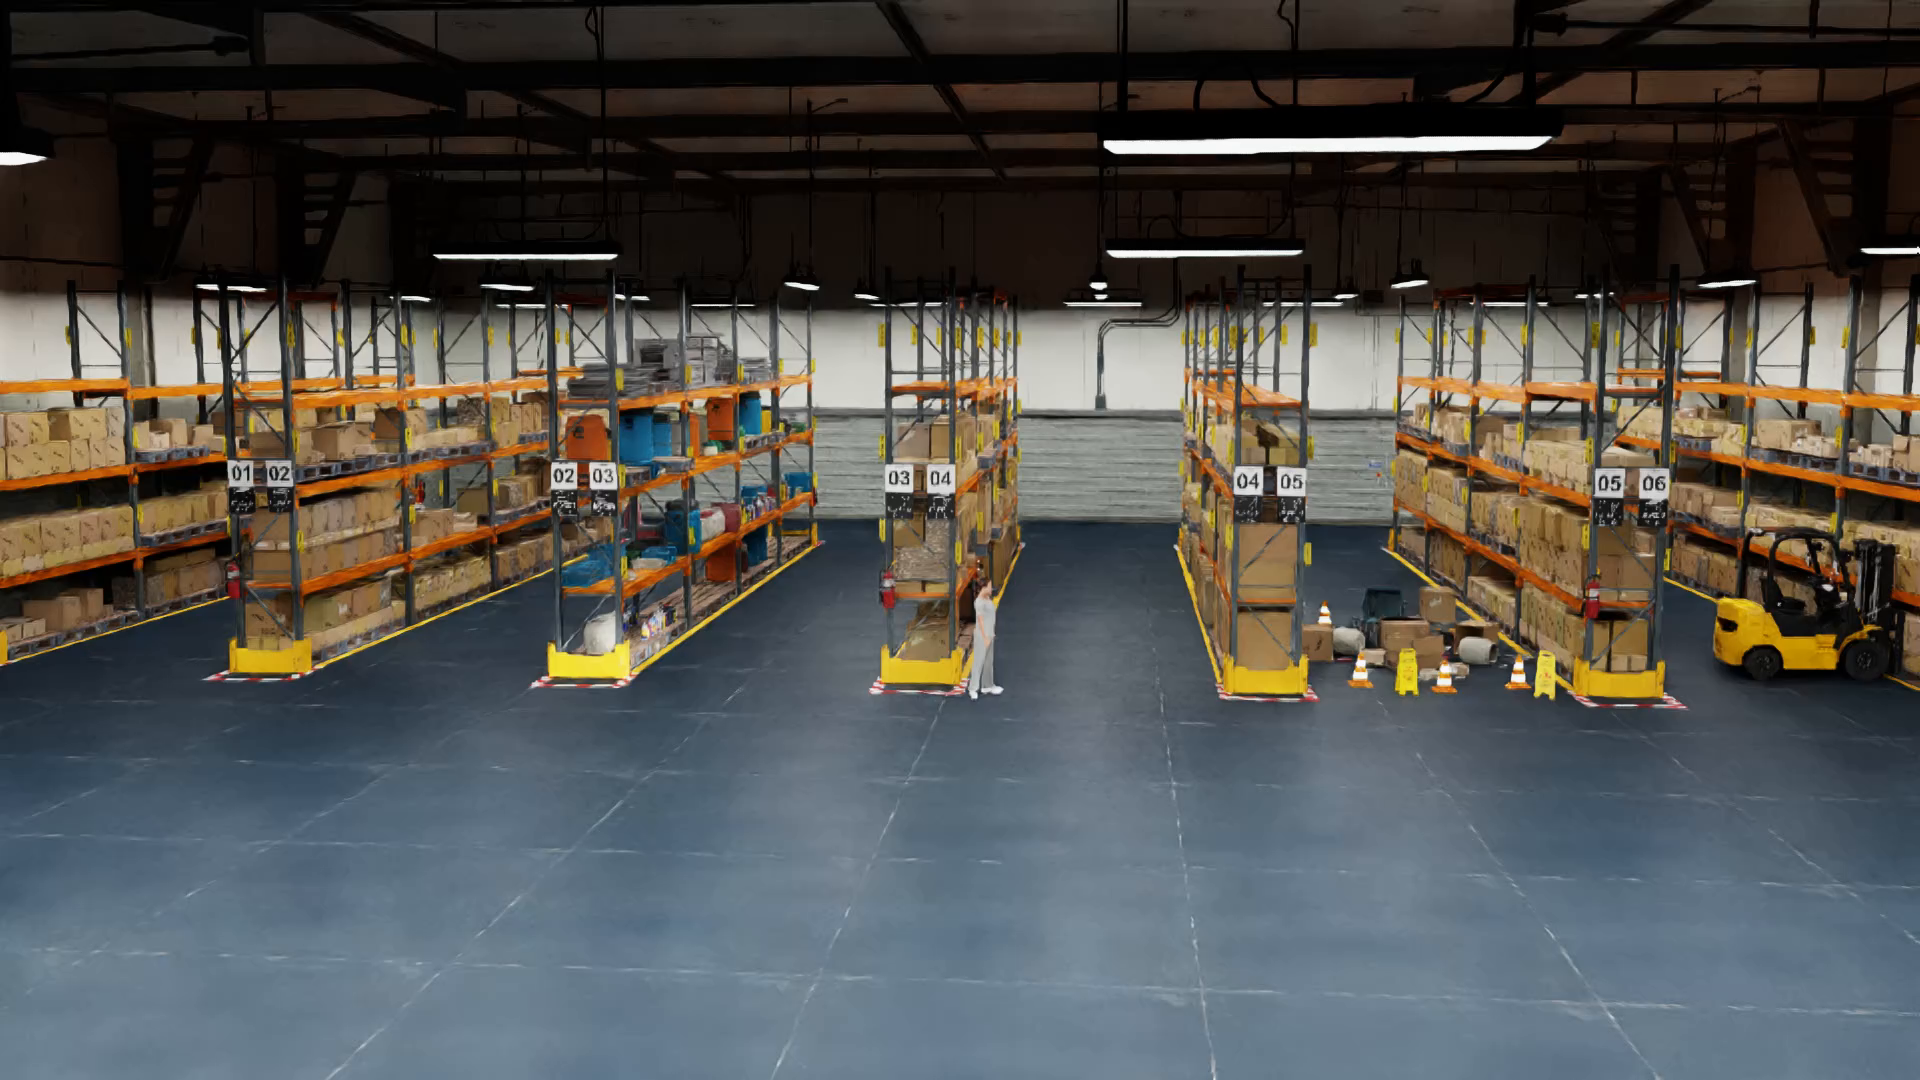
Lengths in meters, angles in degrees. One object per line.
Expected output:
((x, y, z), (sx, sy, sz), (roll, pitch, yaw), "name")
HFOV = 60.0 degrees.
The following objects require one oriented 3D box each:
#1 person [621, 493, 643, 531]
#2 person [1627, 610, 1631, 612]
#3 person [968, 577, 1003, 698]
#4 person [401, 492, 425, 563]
((-8.391, -0.971, 42.488), (0.532, 1.635, 0.931), (-3, 7, -21), "person")
((12.081, 0.478, 30.461), (0.524, 1.656, 0.531), (5, 8, 35), "person")
((0.334, 1.341, 23.233), (0.381, 1.674, 0.621), (3, 7, 20), "person")
((-11.851, -0.225, 36.084), (0.542, 1.675, 1.126), (1, 7, 7), "person")
